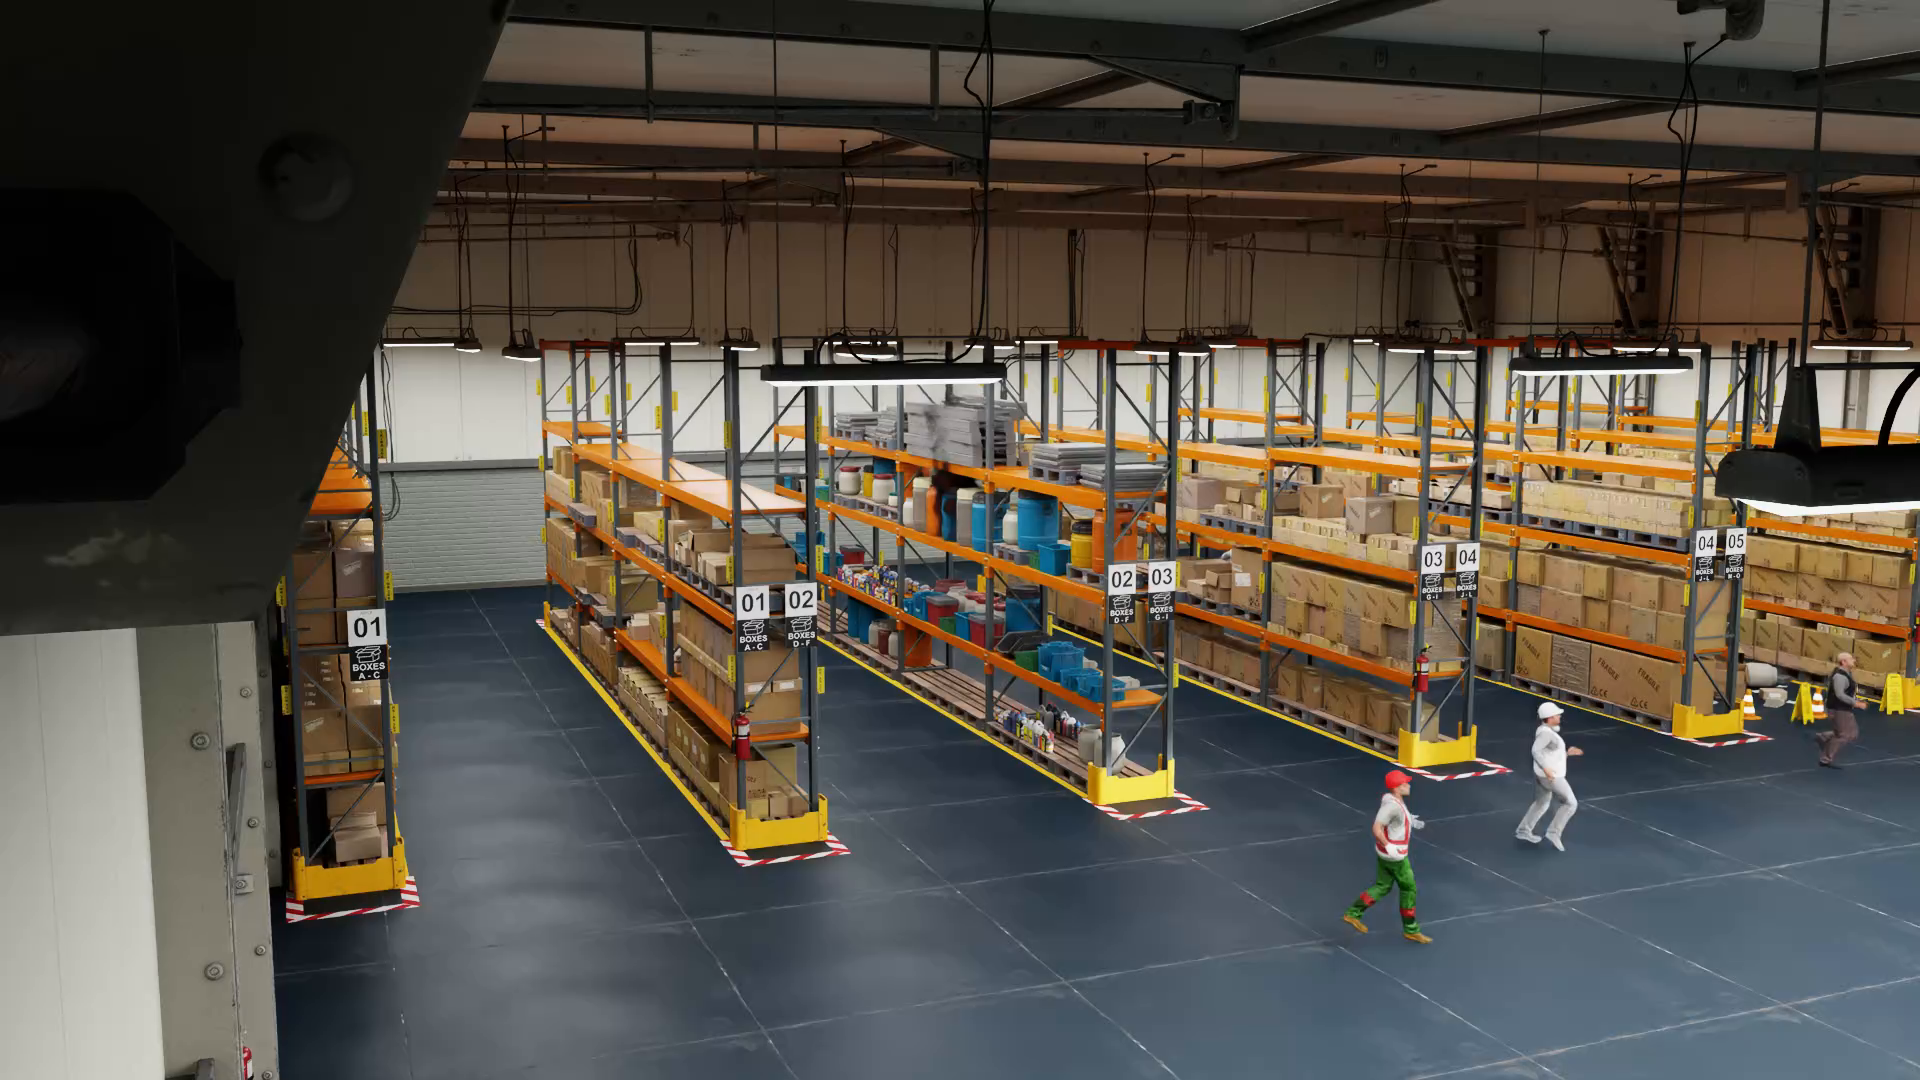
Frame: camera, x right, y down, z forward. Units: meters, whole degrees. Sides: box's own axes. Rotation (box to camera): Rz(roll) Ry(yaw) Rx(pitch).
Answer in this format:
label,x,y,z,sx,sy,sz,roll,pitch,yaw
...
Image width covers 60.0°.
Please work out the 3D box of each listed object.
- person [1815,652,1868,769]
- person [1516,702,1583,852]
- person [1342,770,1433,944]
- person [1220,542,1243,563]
label,x,y,z,sx,sy,sz,roll,pitch,yaw
person,12.599,2.427,23.752,0.647,1.683,0.689,4,9,31
person,7.133,2.856,20.087,0.729,1.807,0.627,1,7,6
person,4.402,3.231,17.050,0.928,1.804,0.633,0,7,2
person,5.890,0.843,35.307,0.654,1.833,0.835,-3,8,-21
